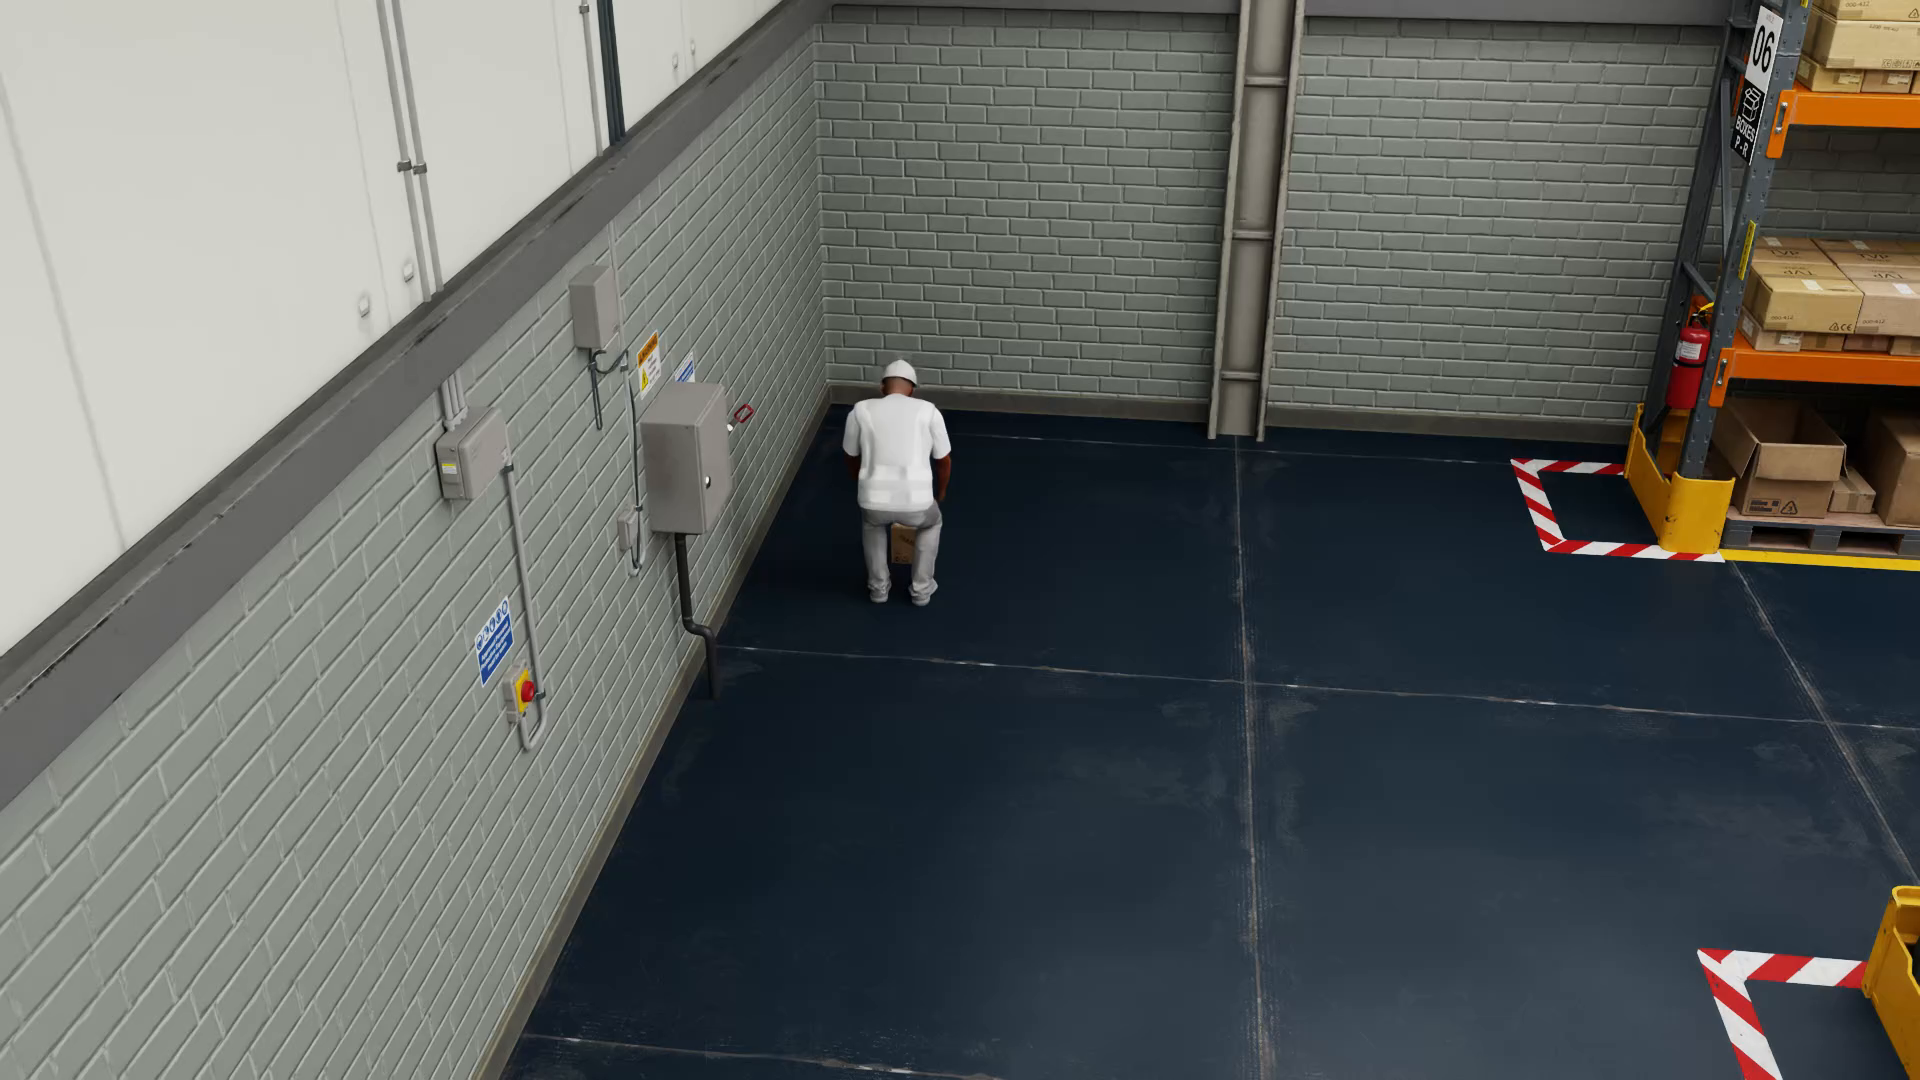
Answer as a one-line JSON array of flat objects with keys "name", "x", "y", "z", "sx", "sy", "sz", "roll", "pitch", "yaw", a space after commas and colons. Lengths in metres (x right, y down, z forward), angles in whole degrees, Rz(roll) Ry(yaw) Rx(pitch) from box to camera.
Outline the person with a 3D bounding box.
[{"name": "person", "x": -0.379, "y": -0.310, "z": 9.624, "sx": 0.631, "sy": 1.343, "sz": 0.792, "roll": 3, "pitch": 28, "yaw": 6}]
